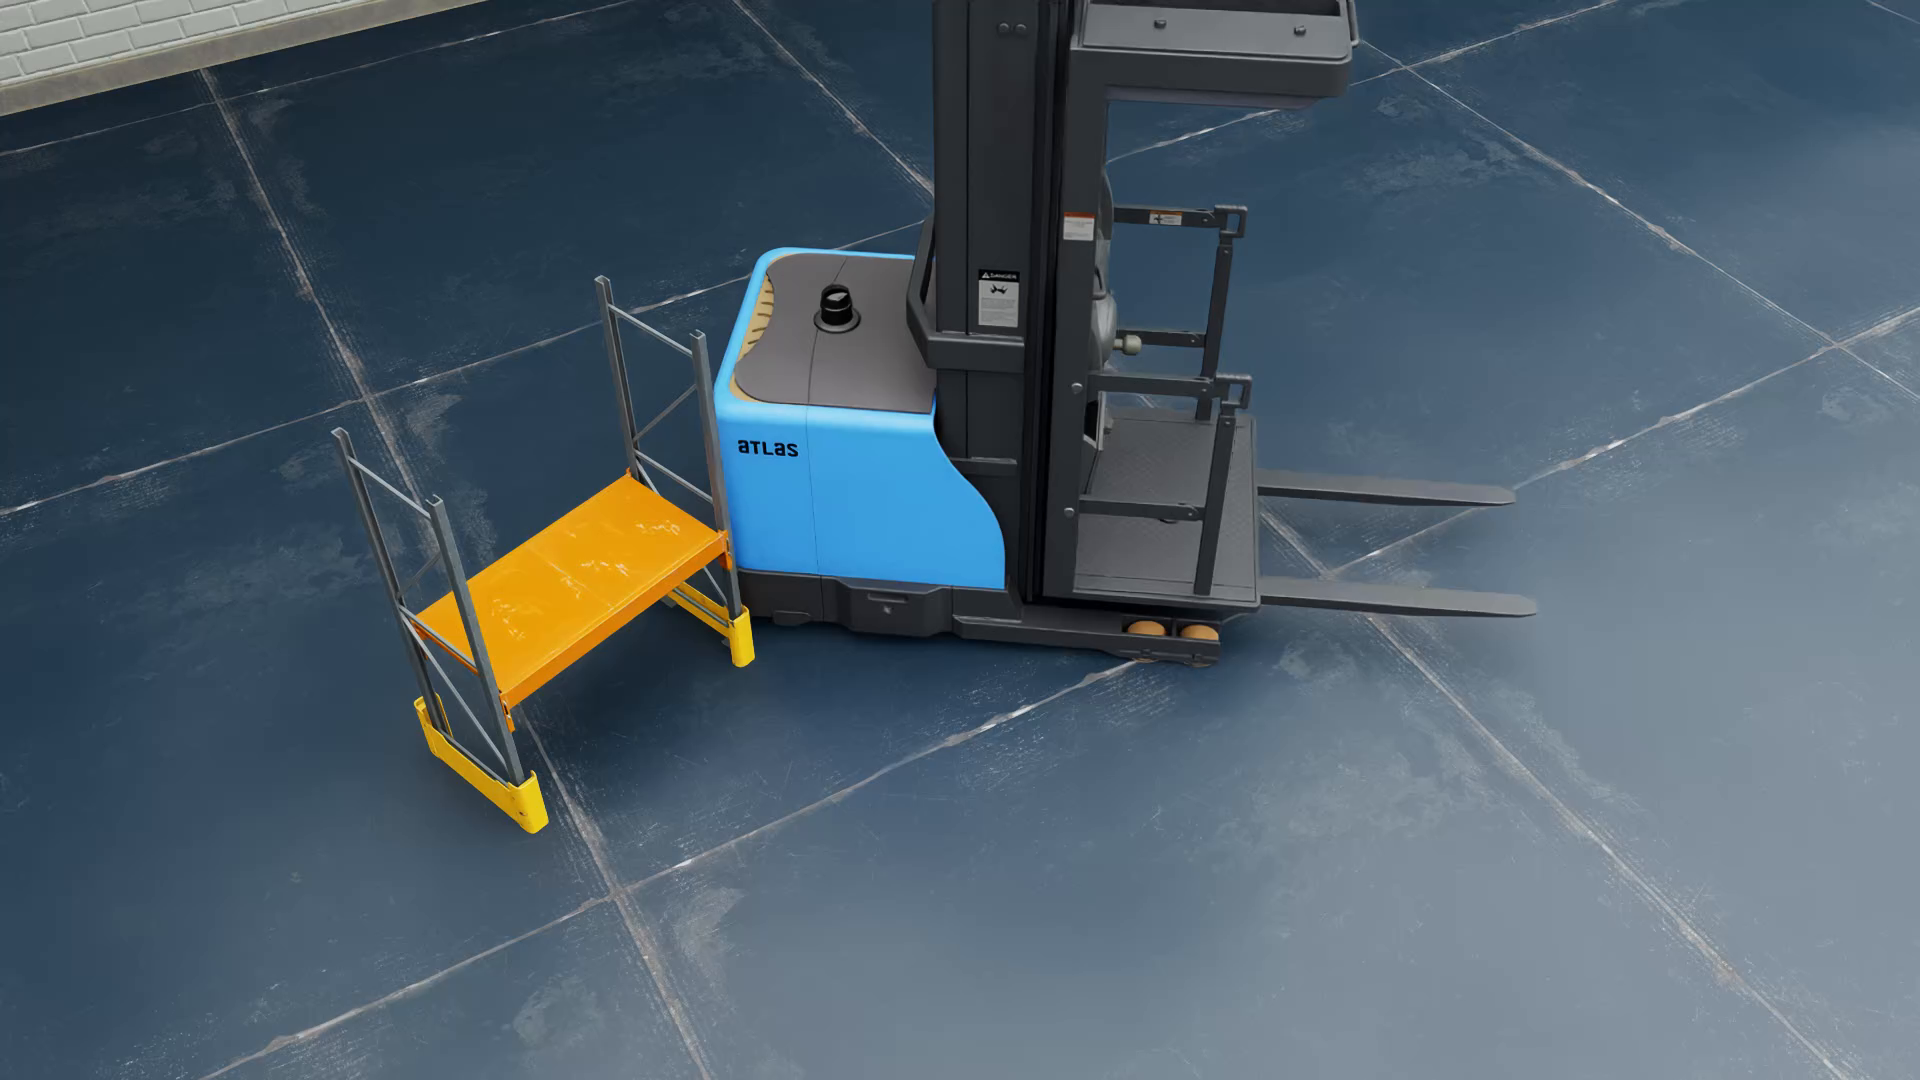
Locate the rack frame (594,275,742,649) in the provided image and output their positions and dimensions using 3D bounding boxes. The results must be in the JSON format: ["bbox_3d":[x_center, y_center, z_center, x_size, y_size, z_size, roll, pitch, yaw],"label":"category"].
[{"bbox_3d":[-1.006,-0.217,5.897,0.500,1.500,0.032,31,52,28],"label":"rack frame"}]

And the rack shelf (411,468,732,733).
[{"bbox_3d":[-1.335,0.182,5.744,0.538,0.185,1.000,31,52,28],"label":"rack shelf"}]

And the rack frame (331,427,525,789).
[{"bbox_3d":[-1.664,0.323,5.341,0.500,1.500,0.032,31,52,28],"label":"rack frame"}]

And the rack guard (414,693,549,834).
[{"bbox_3d":[-1.664,0.770,5.777,0.587,0.250,0.087,31,52,28],"label":"rack guard"}]

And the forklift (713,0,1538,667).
[{"bbox_3d":[0.668,-0.966,5.641,3.031,2.935,1.130,4,44,4],"label":"forklift"}]

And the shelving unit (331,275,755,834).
[{"bbox_3d":[-1.341,0.058,5.614,0.587,1.500,1.083,31,52,28],"label":"shelving unit"}]

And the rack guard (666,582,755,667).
[{"bbox_3d":[-1.019,0.242,6.321,0.587,0.250,0.087,31,52,28],"label":"rack guard"}]
